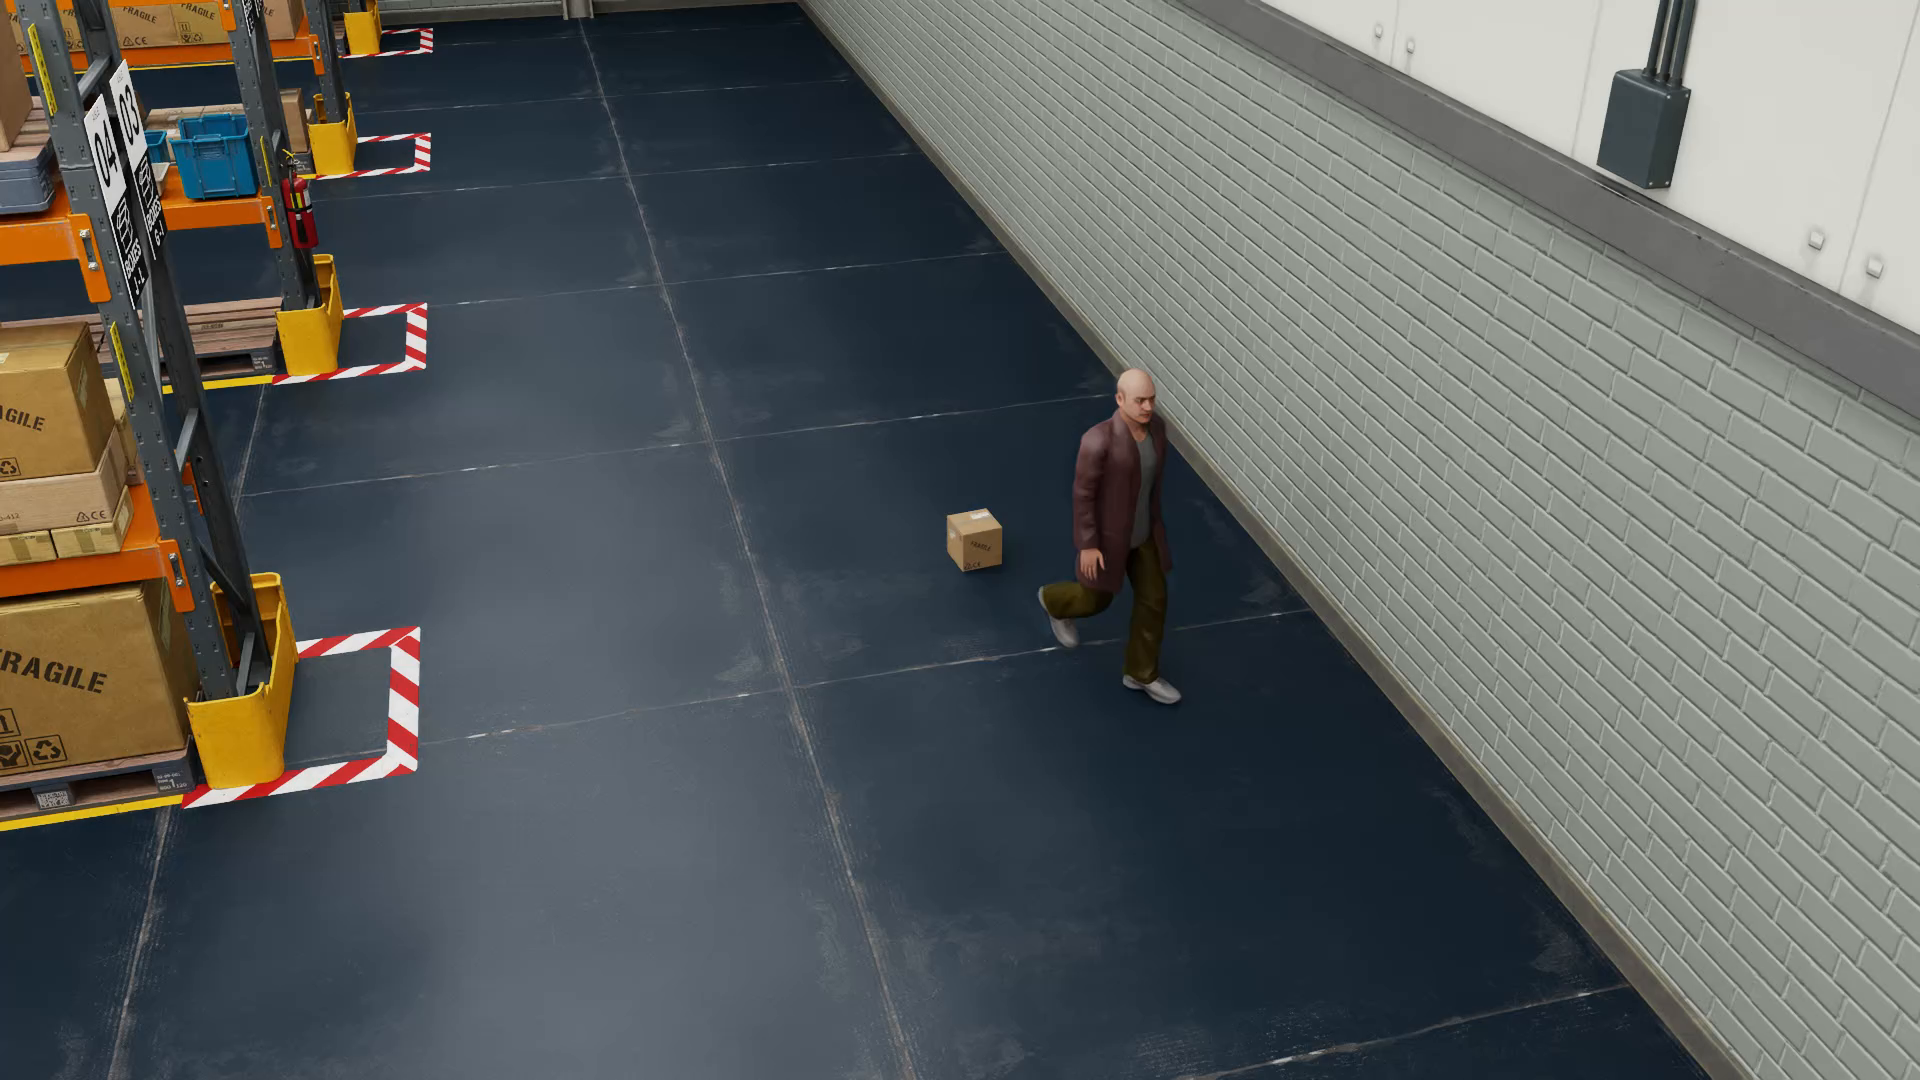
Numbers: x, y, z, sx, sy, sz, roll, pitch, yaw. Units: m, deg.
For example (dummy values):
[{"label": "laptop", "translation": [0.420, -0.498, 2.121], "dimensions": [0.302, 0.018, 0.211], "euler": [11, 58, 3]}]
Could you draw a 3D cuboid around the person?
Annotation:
[{"label": "person", "translation": [0.763, -0.068, 8.366], "dimensions": [0.602, 1.746, 0.990], "euler": [-19, 35, -29]}]
